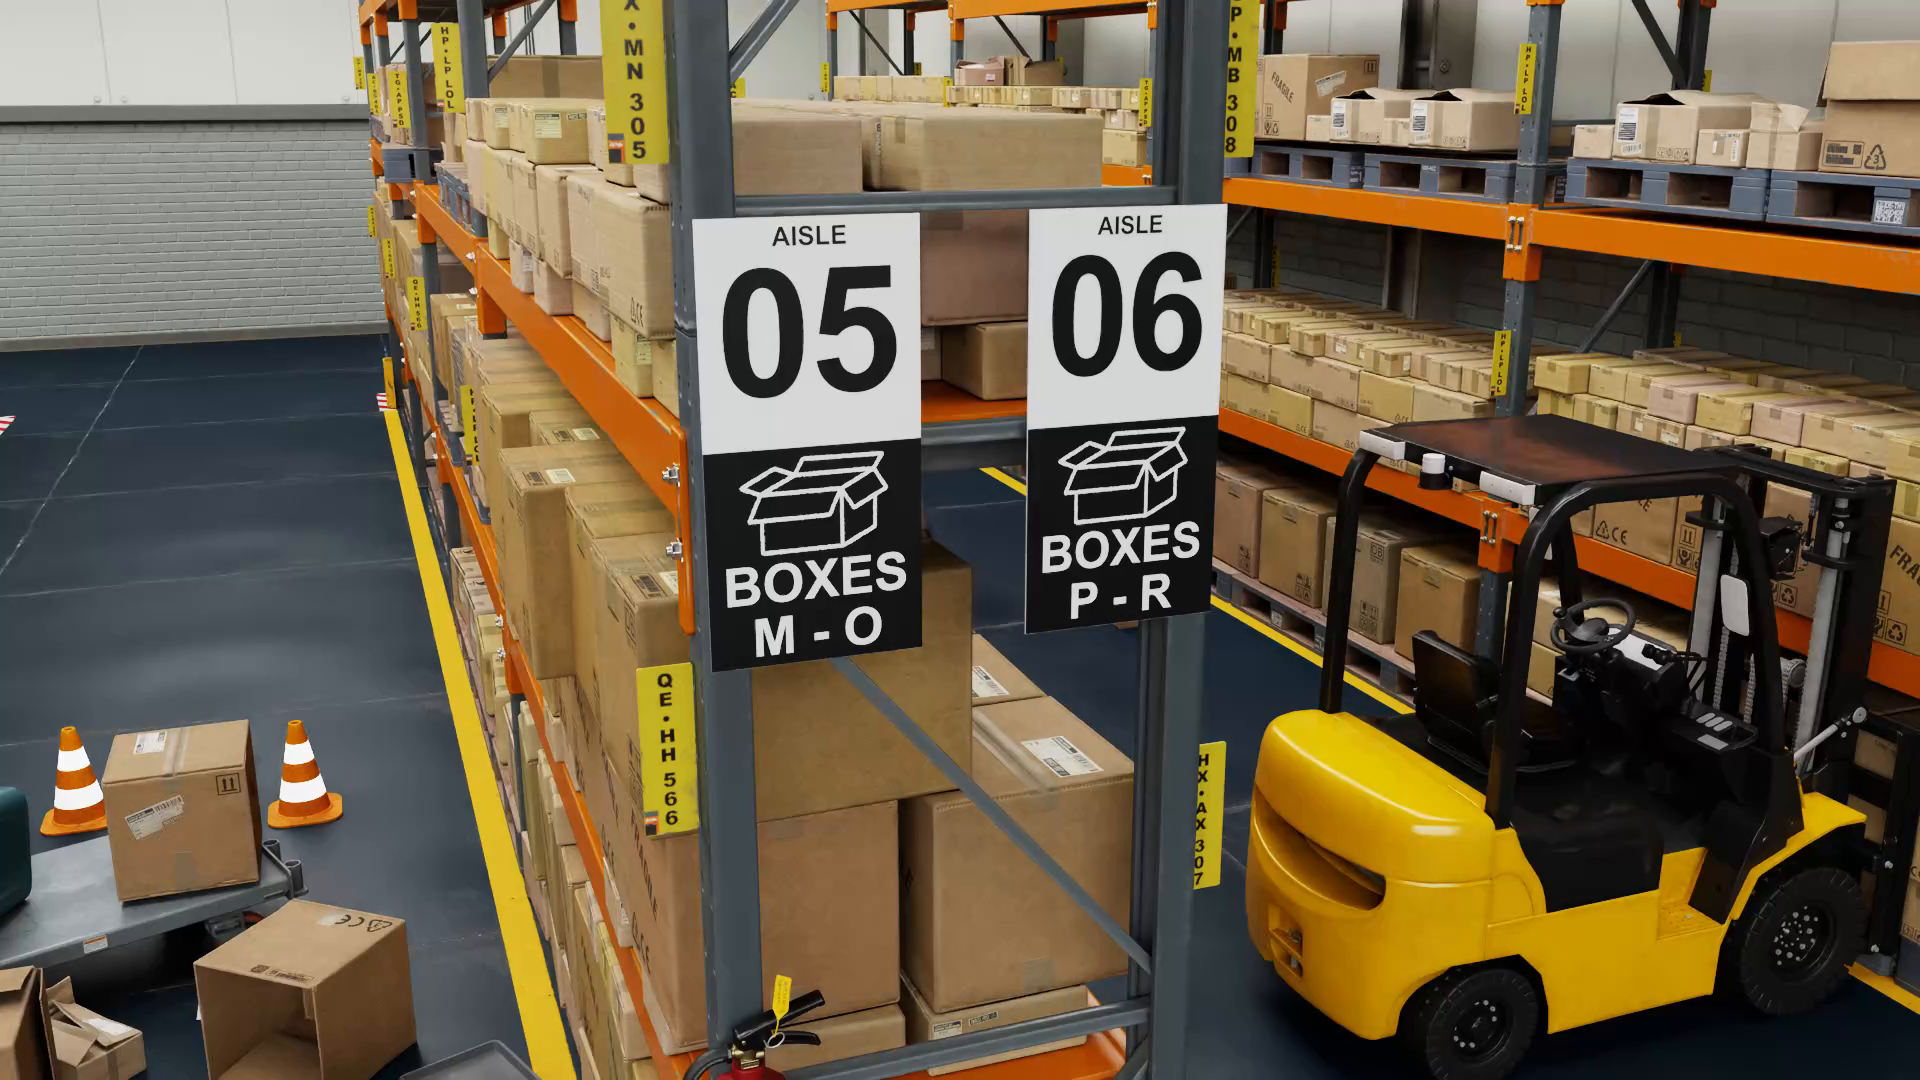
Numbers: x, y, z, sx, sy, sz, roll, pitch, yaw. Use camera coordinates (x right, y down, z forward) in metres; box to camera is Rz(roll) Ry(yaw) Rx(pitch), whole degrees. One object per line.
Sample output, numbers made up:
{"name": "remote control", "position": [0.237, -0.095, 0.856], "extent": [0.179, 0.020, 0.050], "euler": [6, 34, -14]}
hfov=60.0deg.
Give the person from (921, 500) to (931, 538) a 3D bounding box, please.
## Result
{"name": "person", "position": [-0.539, -0.763, 12.339], "extent": [0.559, 1.679, 0.985], "euler": [-7, 17, -25]}
